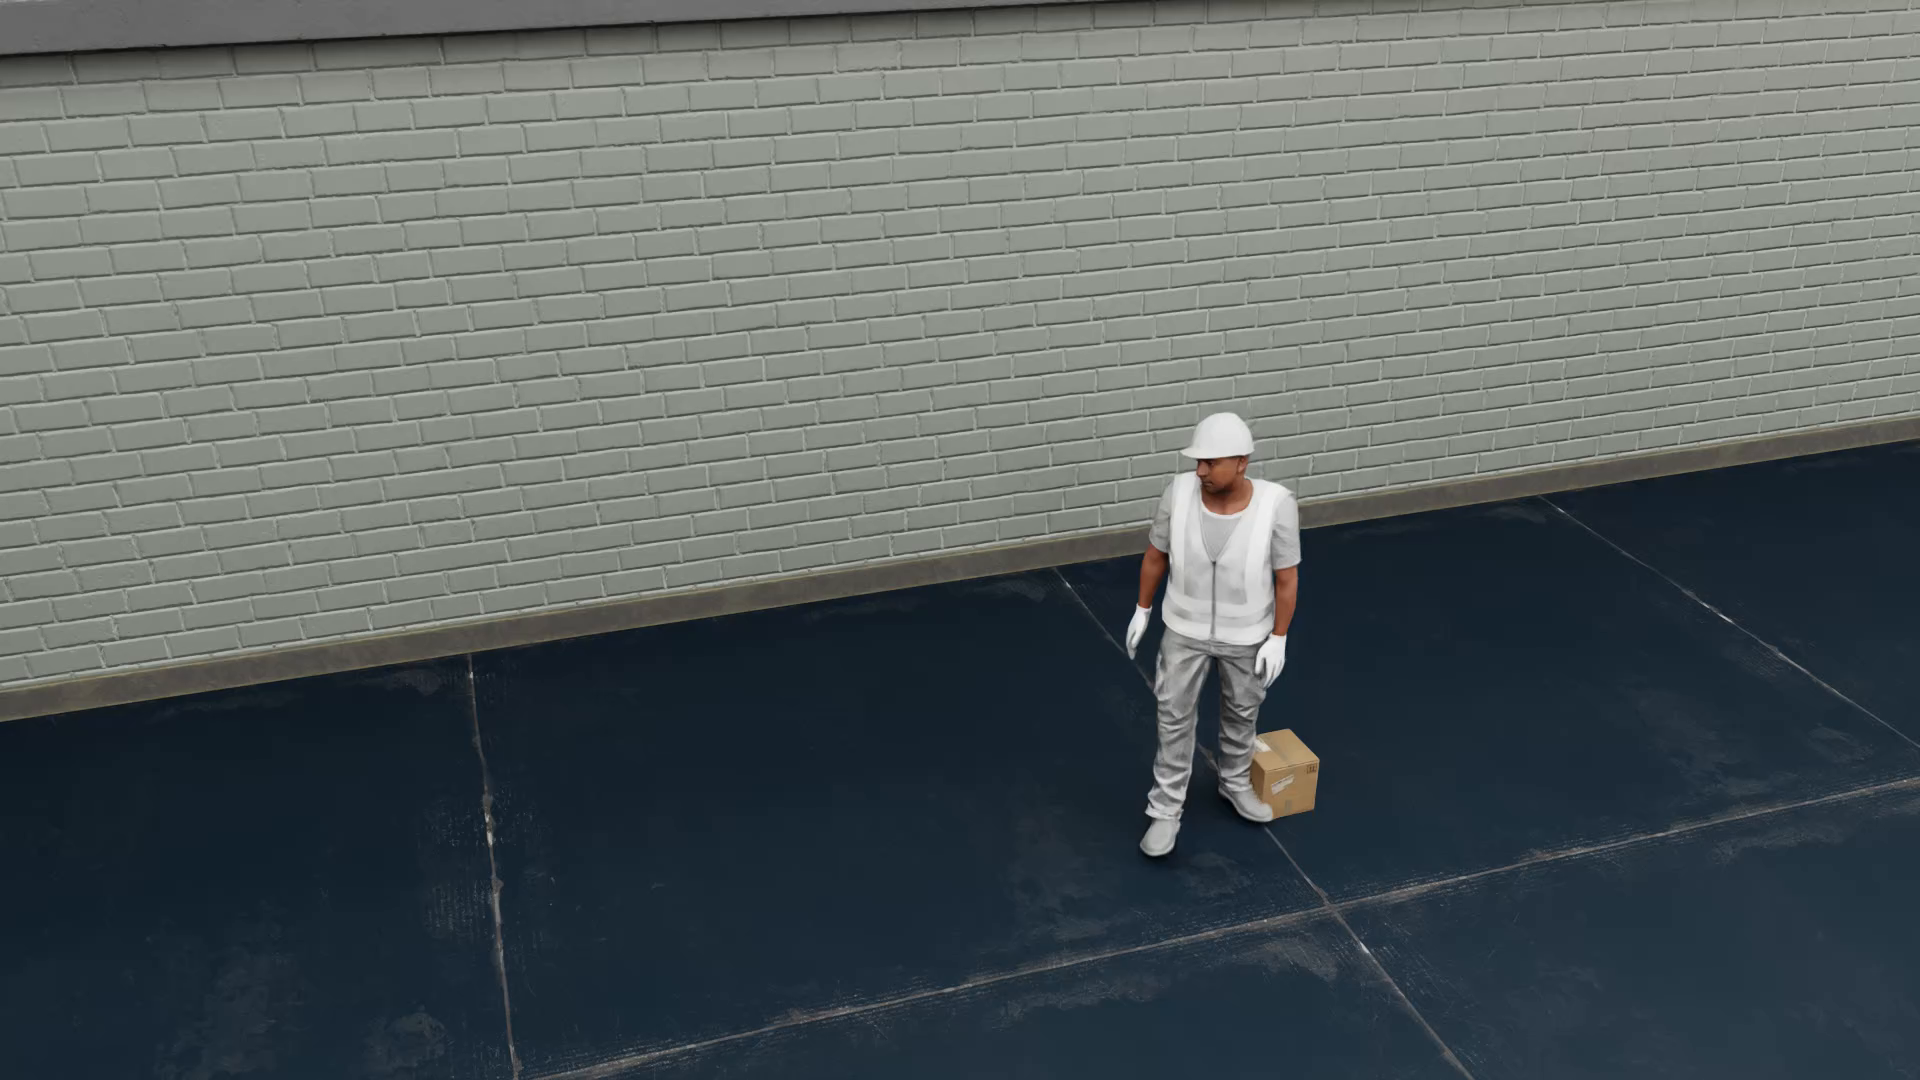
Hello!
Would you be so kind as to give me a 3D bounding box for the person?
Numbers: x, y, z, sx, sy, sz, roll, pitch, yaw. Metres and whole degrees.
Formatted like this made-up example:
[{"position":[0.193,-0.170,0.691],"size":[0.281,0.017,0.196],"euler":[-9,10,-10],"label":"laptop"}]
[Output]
[{"position":[0.944,0.354,6.324],"size":[0.634,1.784,0.611],"euler":[6,27,13],"label":"person"}]
